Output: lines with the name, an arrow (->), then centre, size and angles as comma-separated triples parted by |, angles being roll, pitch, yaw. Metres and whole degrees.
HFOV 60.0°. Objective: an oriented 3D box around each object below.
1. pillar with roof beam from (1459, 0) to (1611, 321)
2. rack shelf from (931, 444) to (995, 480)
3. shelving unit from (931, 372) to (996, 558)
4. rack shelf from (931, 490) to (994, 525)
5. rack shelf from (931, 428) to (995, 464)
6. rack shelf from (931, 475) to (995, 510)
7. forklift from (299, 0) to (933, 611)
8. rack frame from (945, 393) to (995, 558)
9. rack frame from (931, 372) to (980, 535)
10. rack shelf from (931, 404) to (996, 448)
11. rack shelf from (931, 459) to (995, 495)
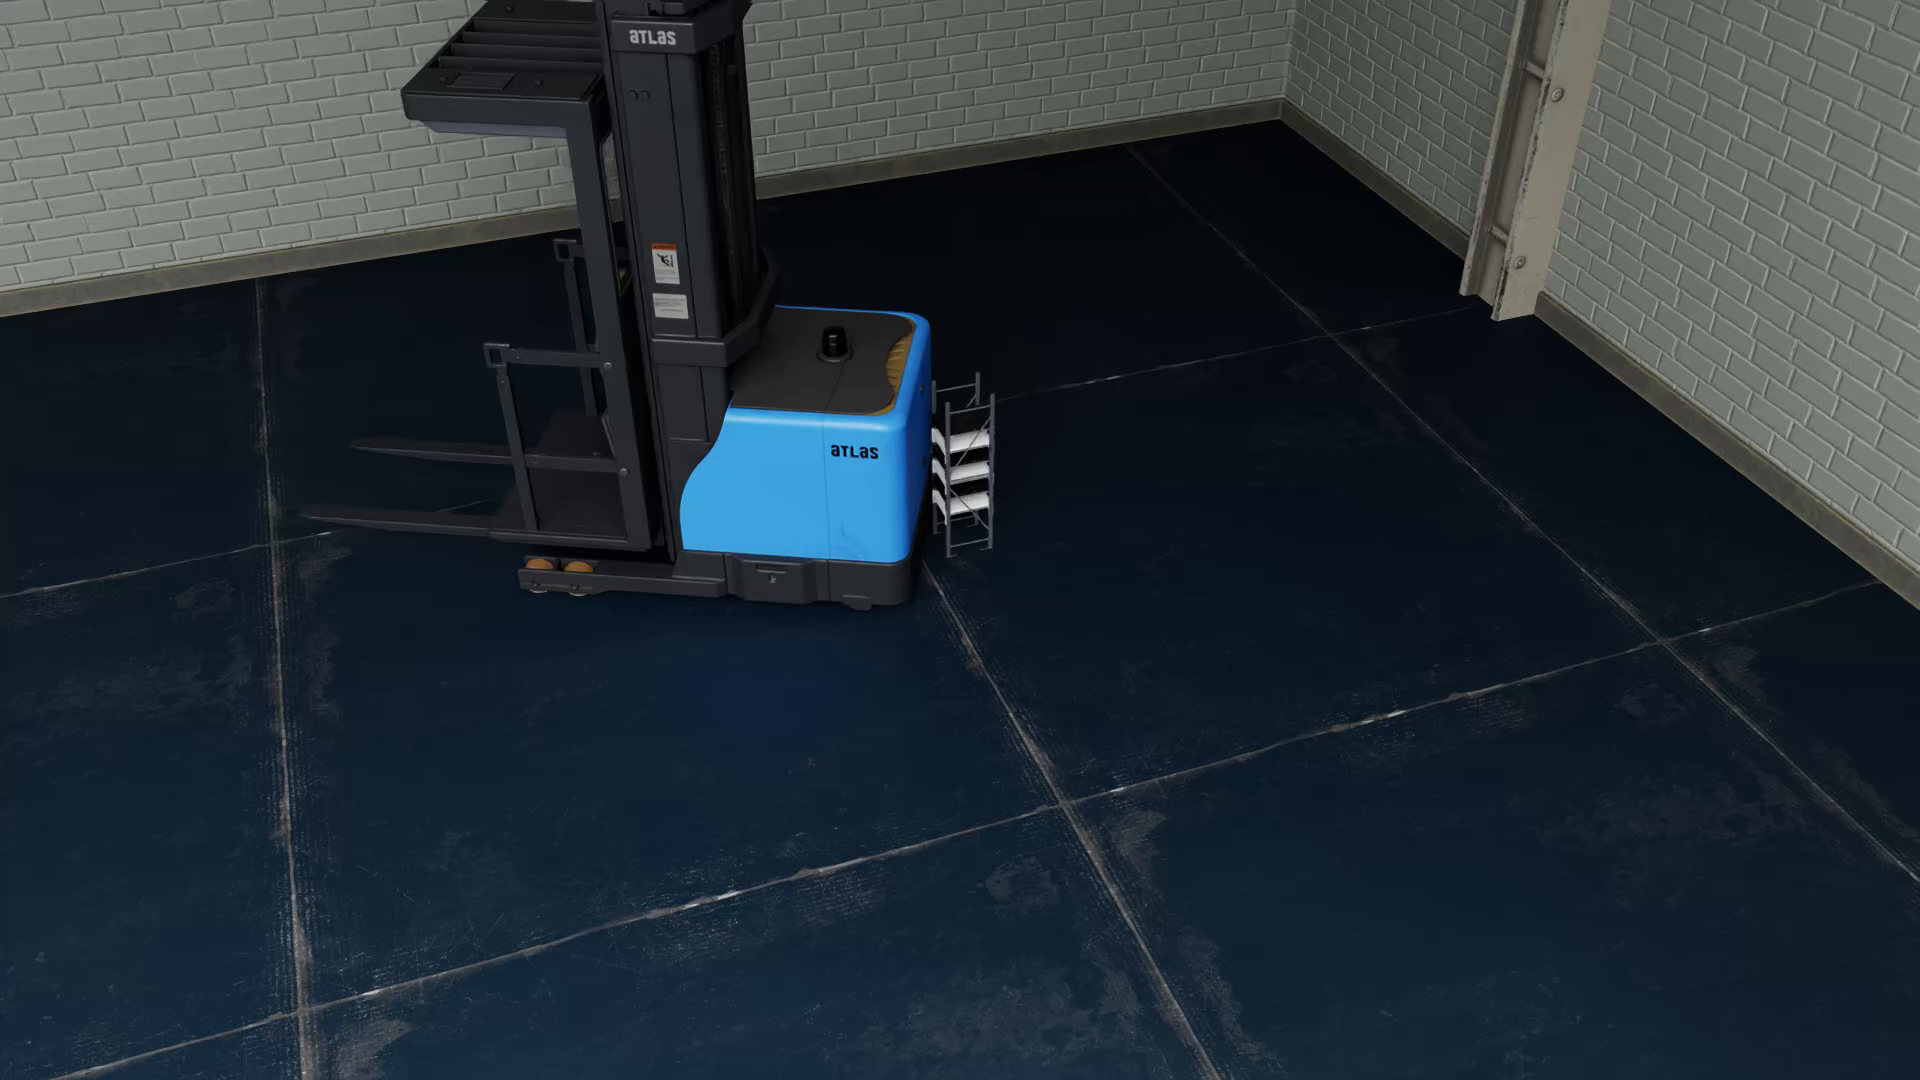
pillar with roof beam -> -0.723, -4.171, 6.368 | 9.100, 9.000, 0.400 | -12, 39, -16
rack shelf -> 0.014, -0.399, 7.998 | 0.258, 0.077, 0.200 | -12, 39, -15
shelving unit -> 0.014, -0.354, 8.032 | 0.258, 0.900, 0.210 | -12, 39, -15
rack shelf -> 0.014, -0.183, 8.161 | 0.258, 0.077, 0.200 | -12, 39, -15
rack shelf -> 0.014, -0.471, 7.944 | 0.258, 0.077, 0.200 | -12, 39, -15
rack shelf -> 0.014, -0.255, 8.106 | 0.258, 0.077, 0.200 | -12, 39, -15
forklift -> -1.681, -1.214, 7.486 | 3.031, 2.935, 1.130 | 4, 37, 5
rack frame -> 0.047, -0.296, 7.956 | 0.240, 0.900, 0.006 | -12, 39, -15
rack frame -> -0.020, -0.412, 8.109 | 0.240, 0.900, 0.006 | -12, 39, -15
rack shelf -> 0.014, -0.543, 7.890 | 0.258, 0.077, 0.200 | -12, 39, -15
rack shelf -> 0.014, -0.327, 8.052 | 0.258, 0.077, 0.200 | -12, 39, -15
